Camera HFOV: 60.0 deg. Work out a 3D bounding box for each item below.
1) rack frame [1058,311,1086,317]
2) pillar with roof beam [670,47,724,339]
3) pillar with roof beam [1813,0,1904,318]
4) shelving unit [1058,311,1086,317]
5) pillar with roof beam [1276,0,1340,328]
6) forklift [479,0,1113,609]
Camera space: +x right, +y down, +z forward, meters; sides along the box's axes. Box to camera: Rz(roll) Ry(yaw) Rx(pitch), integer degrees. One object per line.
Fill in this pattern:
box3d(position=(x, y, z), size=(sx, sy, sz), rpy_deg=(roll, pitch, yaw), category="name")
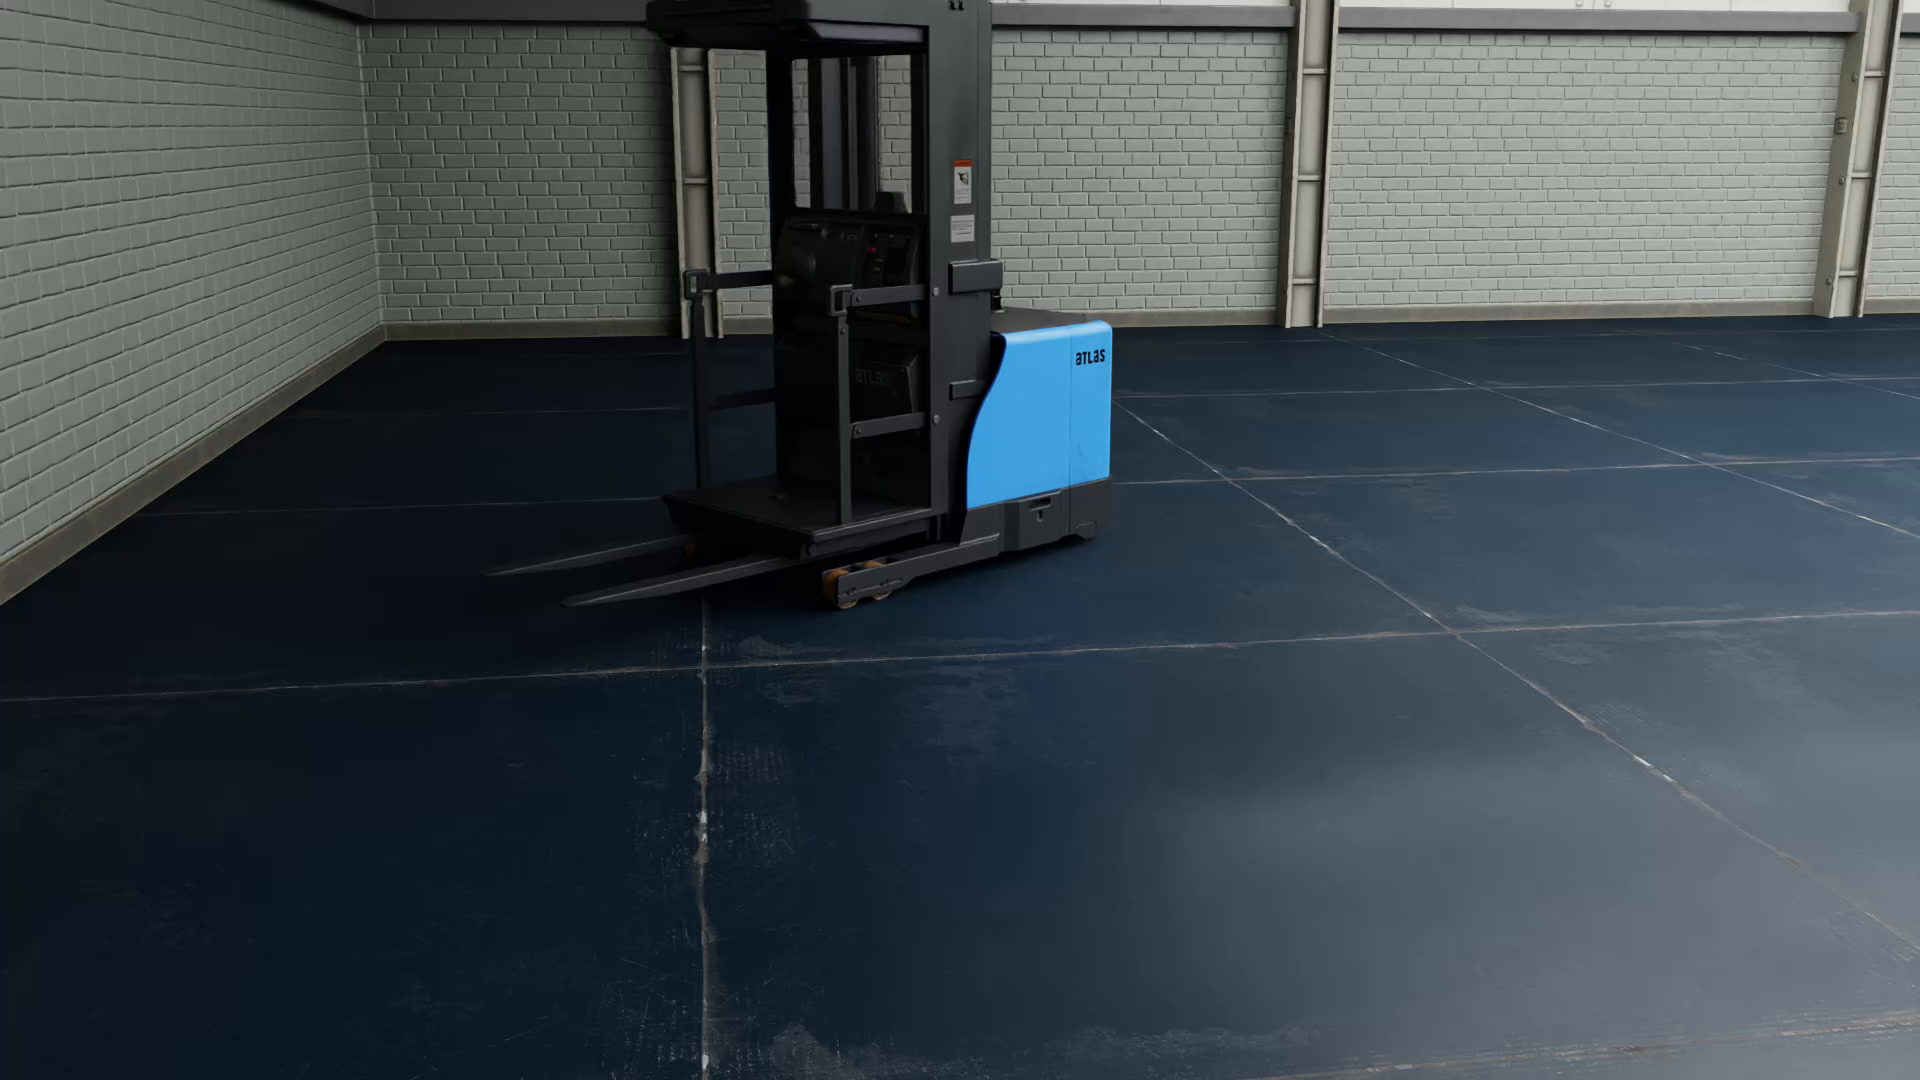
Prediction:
box3d(position=(0.574, -0.669, 8.731), size=(0.008, 1.050, 0.200), rpy_deg=(-13, 19, -43), category="rack frame")
box3d(position=(-1.844, -5.295, 10.836), size=(0.400, 9.000, 9.100), rpy_deg=(-2, 14, -8), category="pillar with roof beam")
box3d(position=(10.022, -5.730, 12.570), size=(0.400, 9.000, 9.100), rpy_deg=(-2, 14, -8), category="pillar with roof beam")
box3d(position=(0.487, -0.648, 8.647), size=(0.252, 1.050, 0.215), rpy_deg=(-13, 19, -43), category="shelving unit")
box3d(position=(4.089, -5.512, 11.703), size=(0.400, 9.000, 9.100), rpy_deg=(-2, 14, -8), category="pillar with roof beam")
box3d(position=(-0.650, -1.271, 7.265), size=(3.031, 2.935, 1.130), rpy_deg=(-14, 19, -43), category="forklift")
